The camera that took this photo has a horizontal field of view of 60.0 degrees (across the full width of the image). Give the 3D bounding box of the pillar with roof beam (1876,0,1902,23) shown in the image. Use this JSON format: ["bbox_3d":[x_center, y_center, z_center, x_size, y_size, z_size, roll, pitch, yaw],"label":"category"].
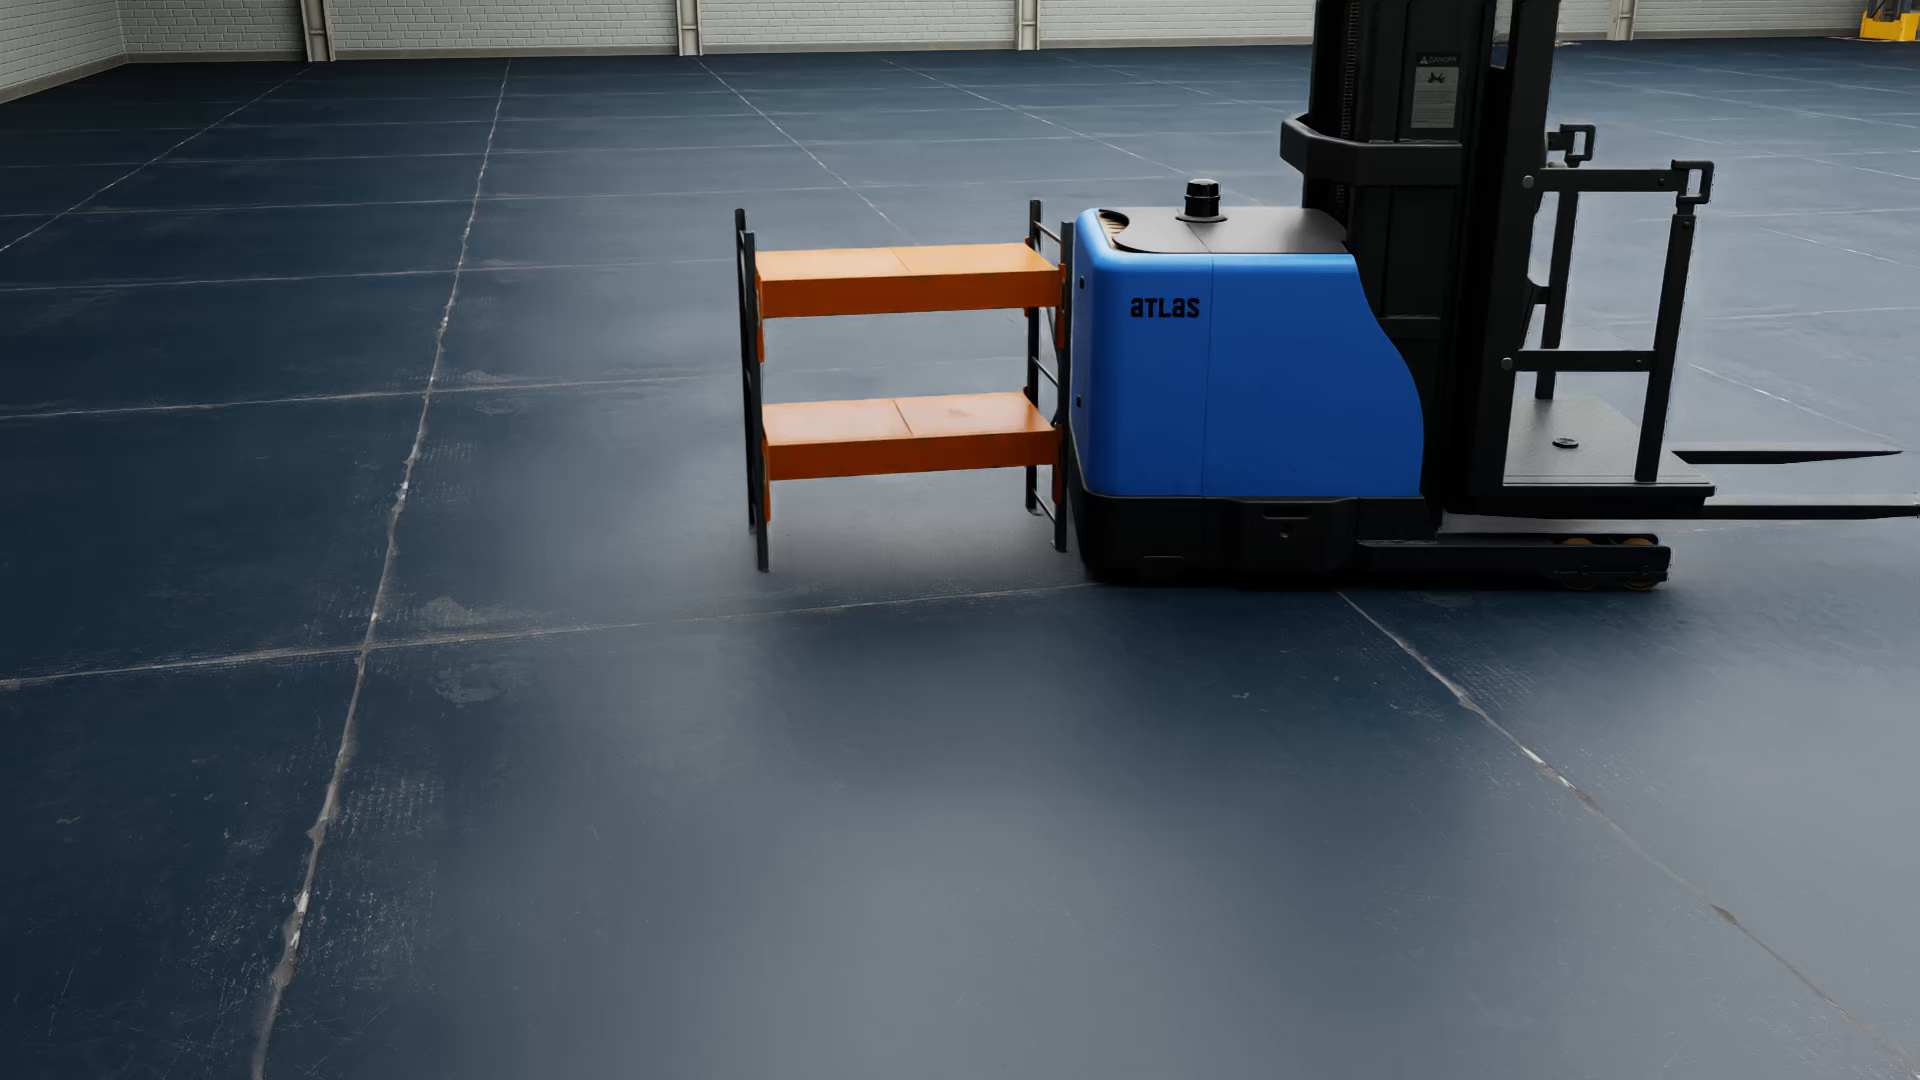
[{"bbox_3d":[19.709,-13.030,28.302,0.400,9.000,9.100,-5,21,-12],"label":"pillar with roof beam"}]

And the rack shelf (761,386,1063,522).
[{"bbox_3d":[-0.197,-0.308,5.731,1.000,0.278,0.538,-4,20,-10],"label":"rack shelf"}]

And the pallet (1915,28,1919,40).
[{"bbox_3d":[19.109,-10.058,32.965,1.213,0.211,1.003,-5,21,-12],"label":"pallet"}]

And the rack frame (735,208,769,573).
[{"bbox_3d":[-0.696,-0.505,5.559,0.032,1.125,0.500,-4,20,-10],"label":"rack frame"}]

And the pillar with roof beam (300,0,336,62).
[{"bbox_3d":[-9.486,-10.655,21.820,0.400,9.000,9.100,-5,21,-12],"label":"pillar with roof beam"}]

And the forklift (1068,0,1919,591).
[{"bbox_3d":[1.913,-1.397,5.367,3.031,2.935,1.130,0,20,0],"label":"forklift"}]

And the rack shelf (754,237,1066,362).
[{"bbox_3d":[-0.197,-0.813,5.546,1.000,0.278,0.538,-4,20,-10],"label":"rack shelf"}]

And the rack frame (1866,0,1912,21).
[{"bbox_3d":[18.236,-11.309,32.326,0.127,3.000,1.000,-5,21,-12],"label":"rack frame"}]

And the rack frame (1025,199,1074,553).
[{"bbox_3d":[0.303,-0.570,5.735,0.032,1.125,0.500,-4,20,-10],"label":"rack frame"}]

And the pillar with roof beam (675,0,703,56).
[{"bbox_3d":[-3.647,-11.130,23.116,0.400,9.000,9.100,-5,21,-12],"label":"pillar with roof beam"}]

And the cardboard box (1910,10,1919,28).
[{"bbox_3d":[18.930,-10.278,32.780,0.500,0.311,0.500,-7,21,-19],"label":"cardboard box"}]

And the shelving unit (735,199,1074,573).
[{"bbox_3d":[-0.197,-0.538,5.647,1.048,1.125,0.538,-4,20,-10],"label":"shelving unit"}]

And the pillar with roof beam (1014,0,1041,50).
[{"bbox_3d":[2.192,-11.605,24.413,0.400,9.000,9.100,-5,21,-12],"label":"pillar with roof beam"}]

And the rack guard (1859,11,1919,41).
[{"bbox_3d":[18.310,-10.141,32.772,0.348,0.500,1.175,-5,21,-12],"label":"rack guard"}]

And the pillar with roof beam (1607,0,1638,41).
[{"bbox_3d":[13.870,-12.555,27.006,0.400,9.000,9.100,-5,21,-12],"label":"pillar with roof beam"}]
